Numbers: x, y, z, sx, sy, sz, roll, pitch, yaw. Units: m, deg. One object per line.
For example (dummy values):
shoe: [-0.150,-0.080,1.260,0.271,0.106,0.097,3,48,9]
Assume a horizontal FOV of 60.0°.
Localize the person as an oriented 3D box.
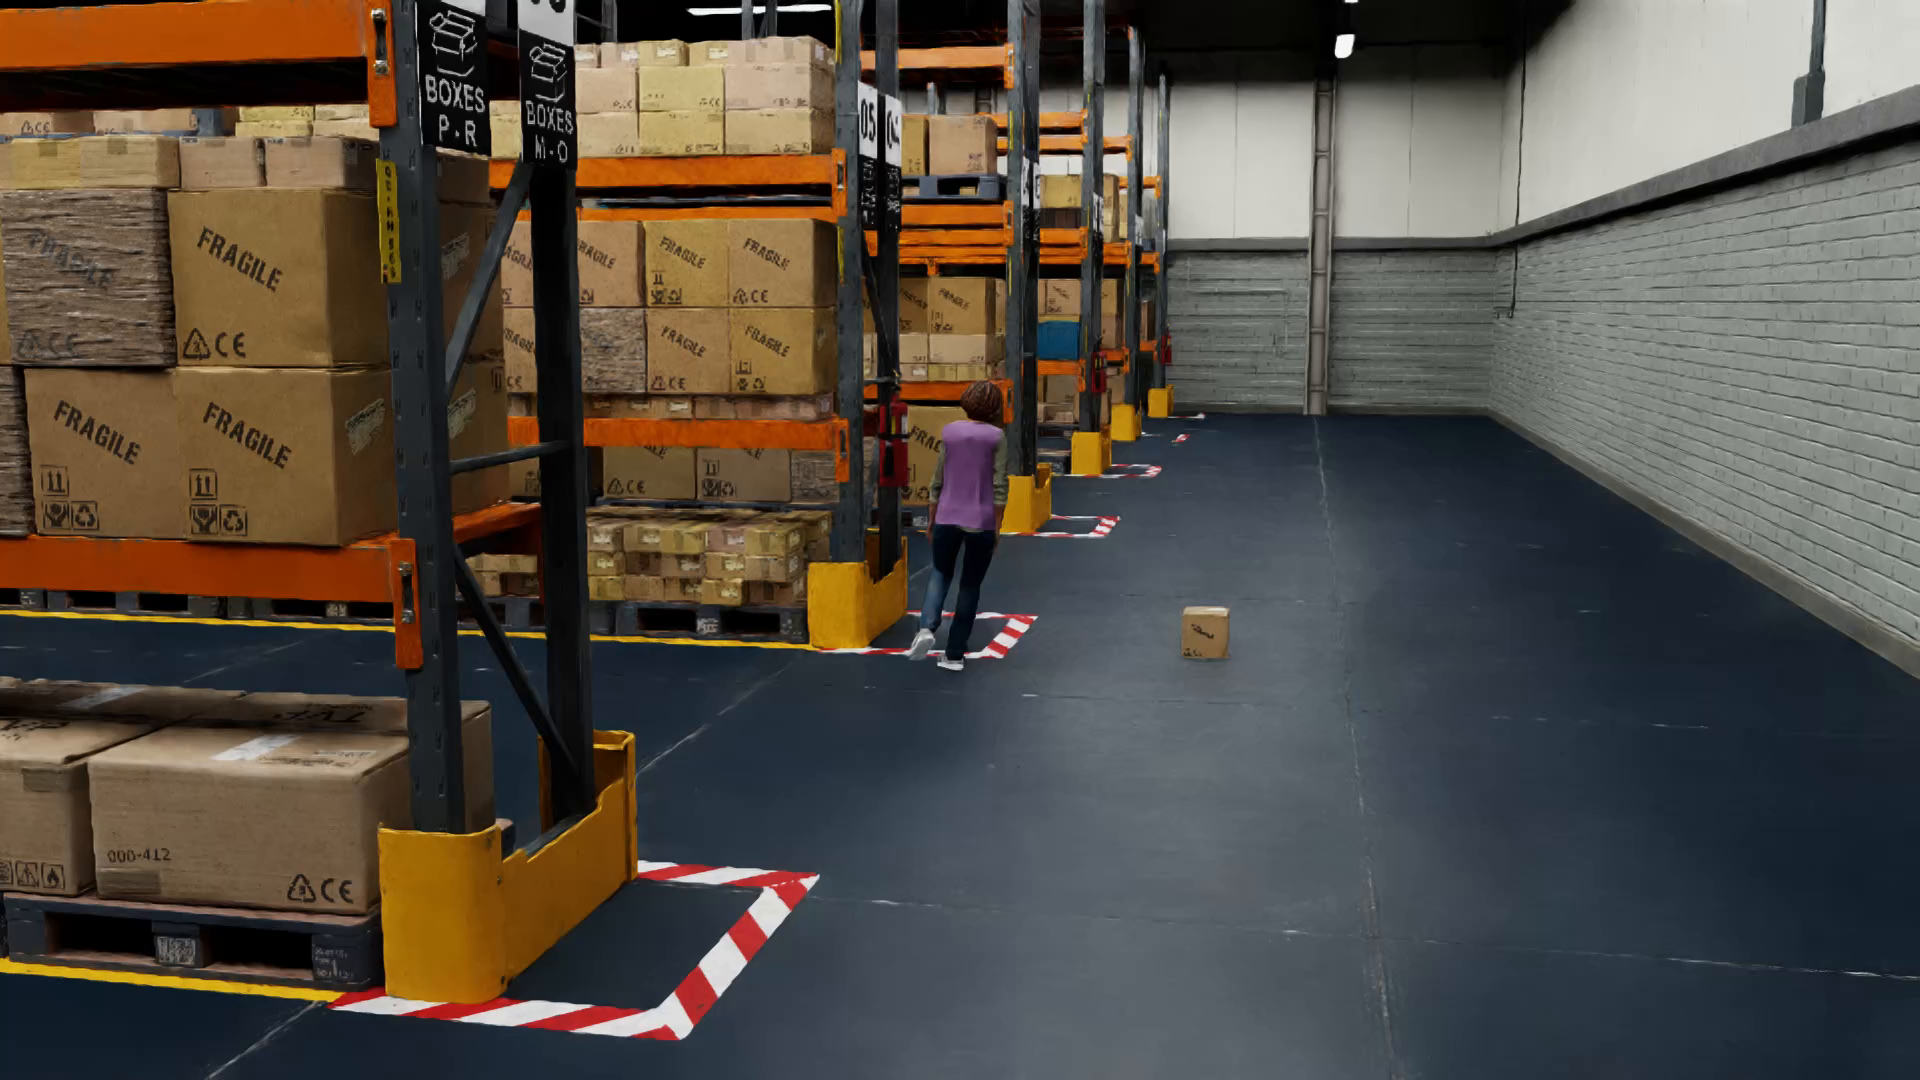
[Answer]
person: [0.004,-0.068,8.892,0.547,1.578,0.415,2,8,11]
